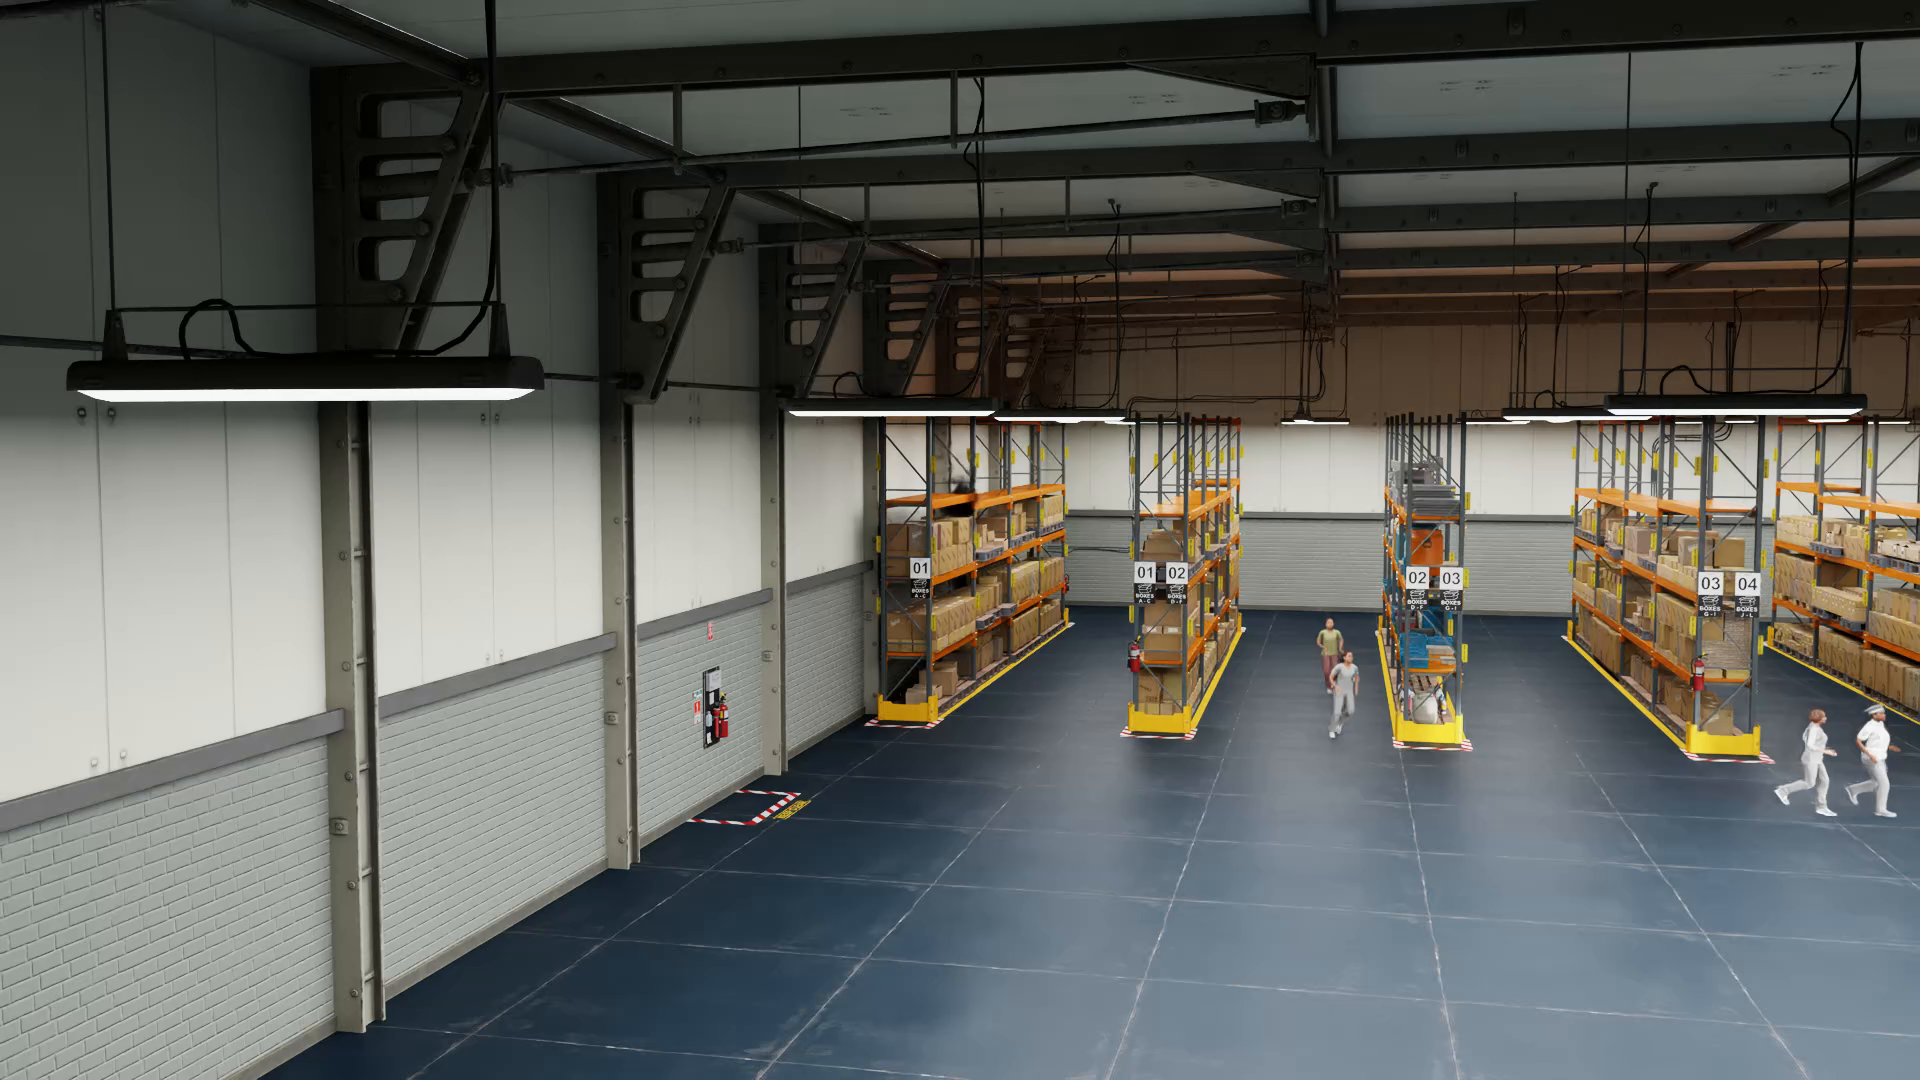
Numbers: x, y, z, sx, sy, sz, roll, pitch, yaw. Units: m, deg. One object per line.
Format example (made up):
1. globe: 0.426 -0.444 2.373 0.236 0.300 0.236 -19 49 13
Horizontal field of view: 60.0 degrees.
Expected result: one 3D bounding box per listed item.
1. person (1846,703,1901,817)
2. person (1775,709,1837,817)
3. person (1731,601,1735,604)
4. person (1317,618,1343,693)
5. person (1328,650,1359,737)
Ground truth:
1. person: 13.459 3.224 24.558 0.576 1.665 0.734 -3 5 -42
2. person: 12.556 3.270 24.596 0.786 1.582 0.525 2 5 33
3. person: 20.895 1.825 44.937 0.941 1.703 0.829 1 4 9
4. person: 7.972 2.488 35.807 0.574 1.631 0.539 1 4 8
5. person: 7.133 2.843 30.745 0.621 1.625 0.541 -1 4 -8
